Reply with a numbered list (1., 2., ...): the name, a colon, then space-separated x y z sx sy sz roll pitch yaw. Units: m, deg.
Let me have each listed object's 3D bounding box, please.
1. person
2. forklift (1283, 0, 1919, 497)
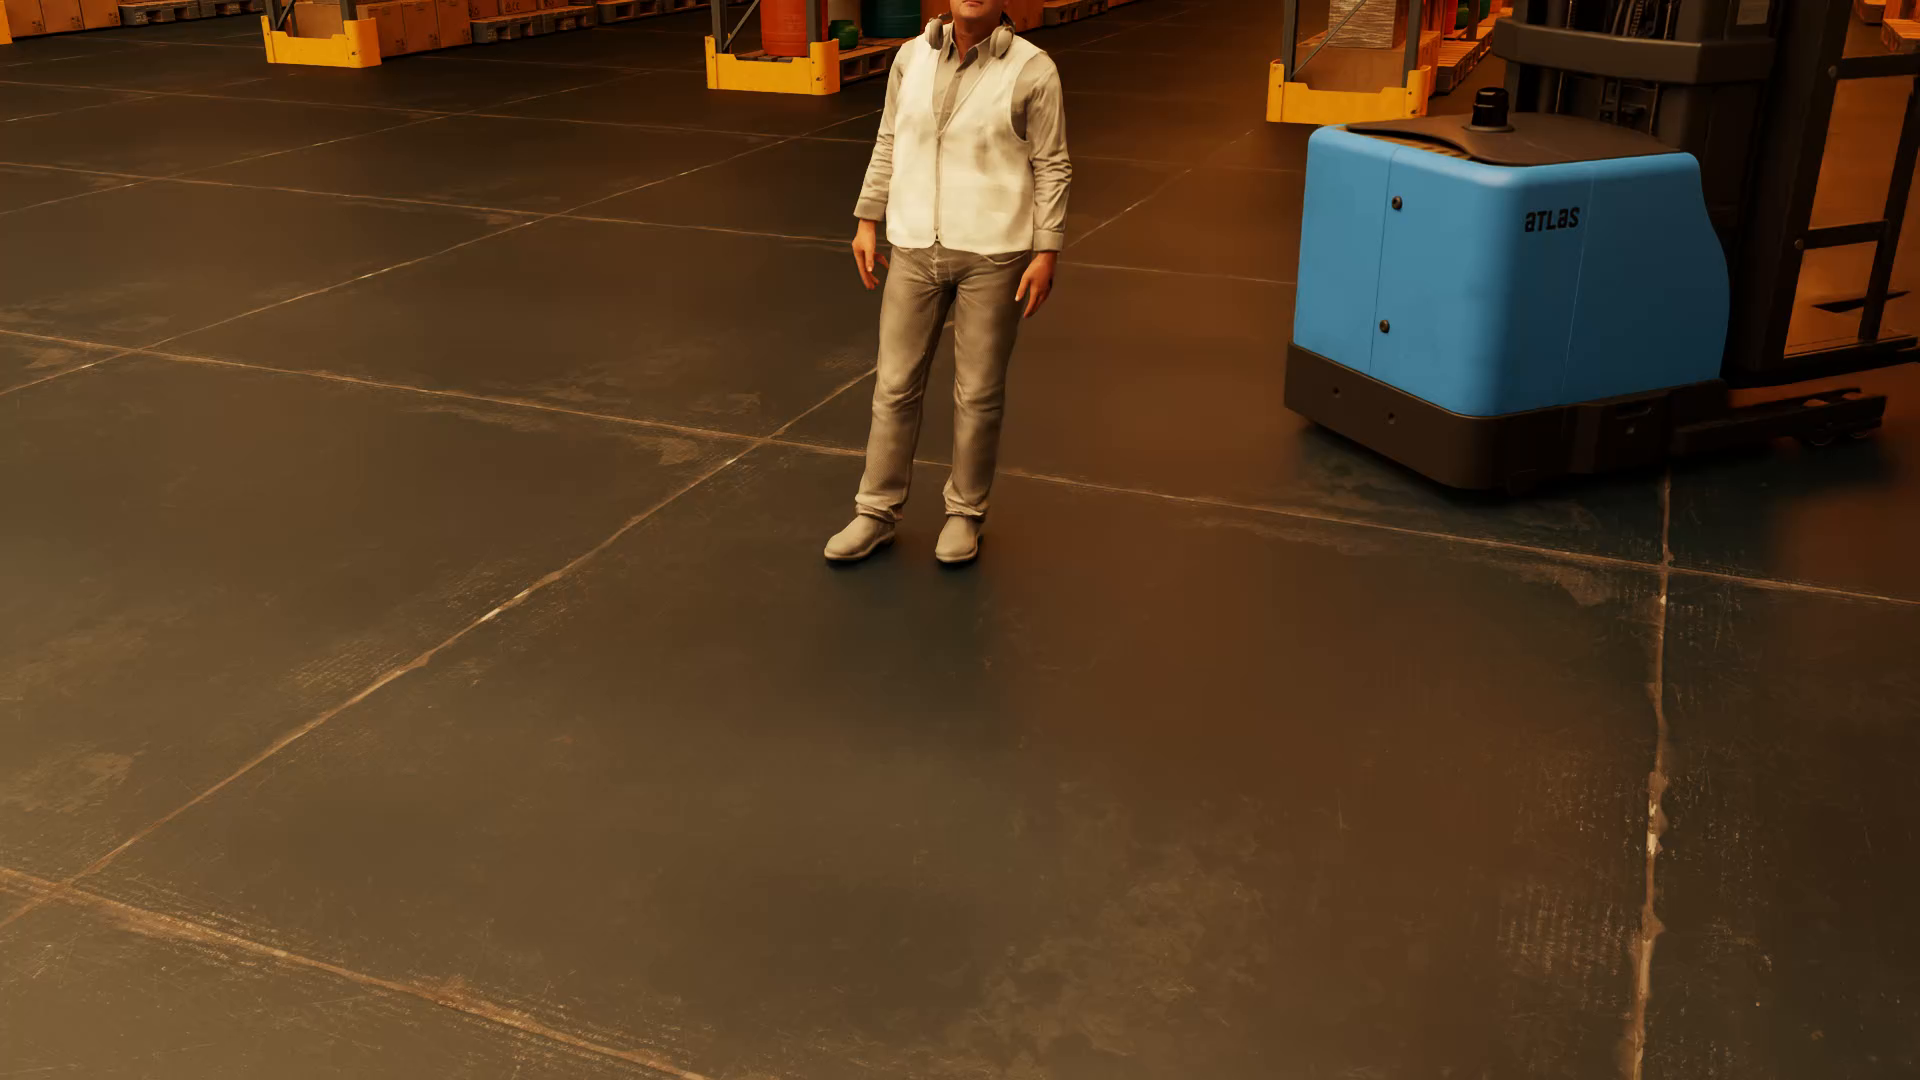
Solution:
1. person: -0.030 -0.803 4.696 0.634 1.776 0.565 9 24 21
2. forklift: 2.745 -1.858 5.737 3.031 2.935 1.130 -10 25 -23
